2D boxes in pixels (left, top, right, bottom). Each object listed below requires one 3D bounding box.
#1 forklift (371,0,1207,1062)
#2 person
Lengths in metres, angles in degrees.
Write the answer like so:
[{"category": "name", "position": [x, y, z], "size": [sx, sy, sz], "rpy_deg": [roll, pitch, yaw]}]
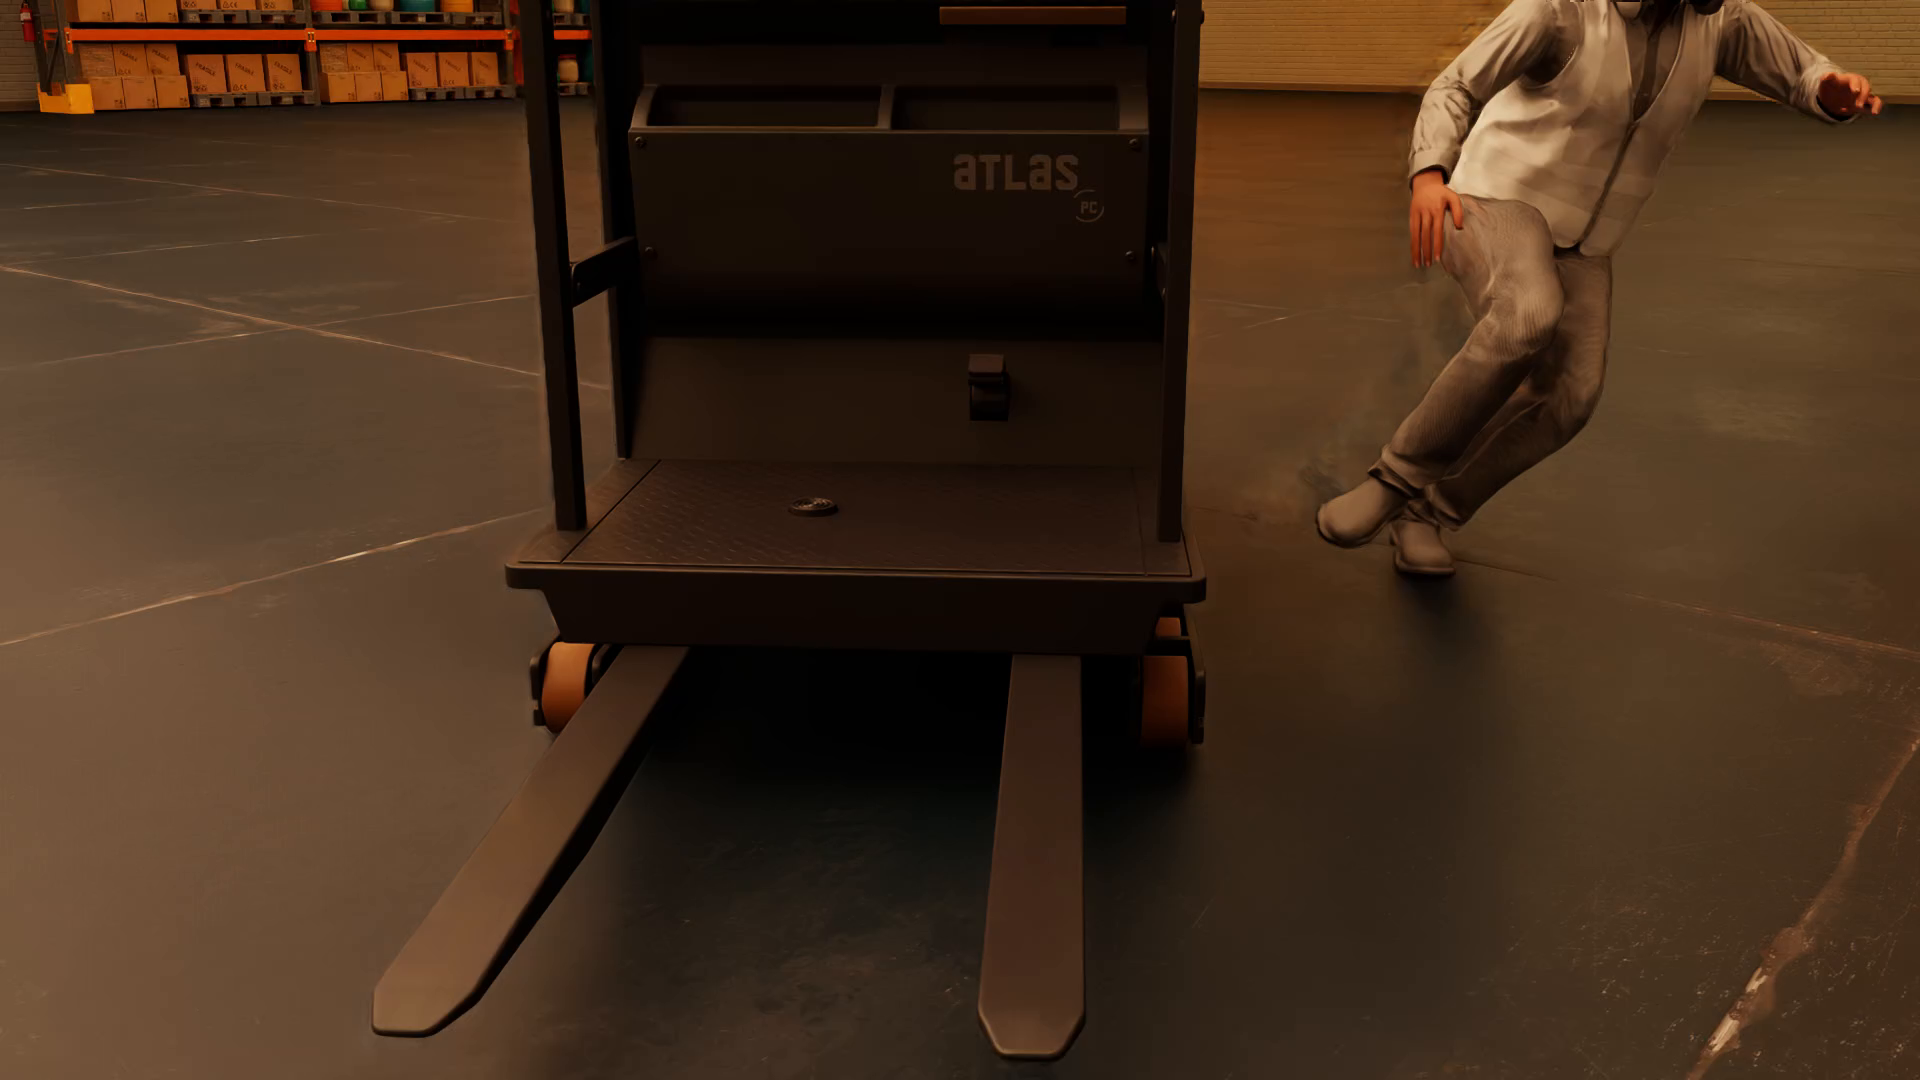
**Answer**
[{"category": "forklift", "position": [-0.138, -1.147, 2.674], "size": [1.130, 2.935, 3.031], "rpy_deg": [1, 17, 4]}, {"category": "person", "position": [1.272, -0.646, 3.432], "size": [1.053, 1.536, 0.903], "rpy_deg": [-7, 18, -21]}]
